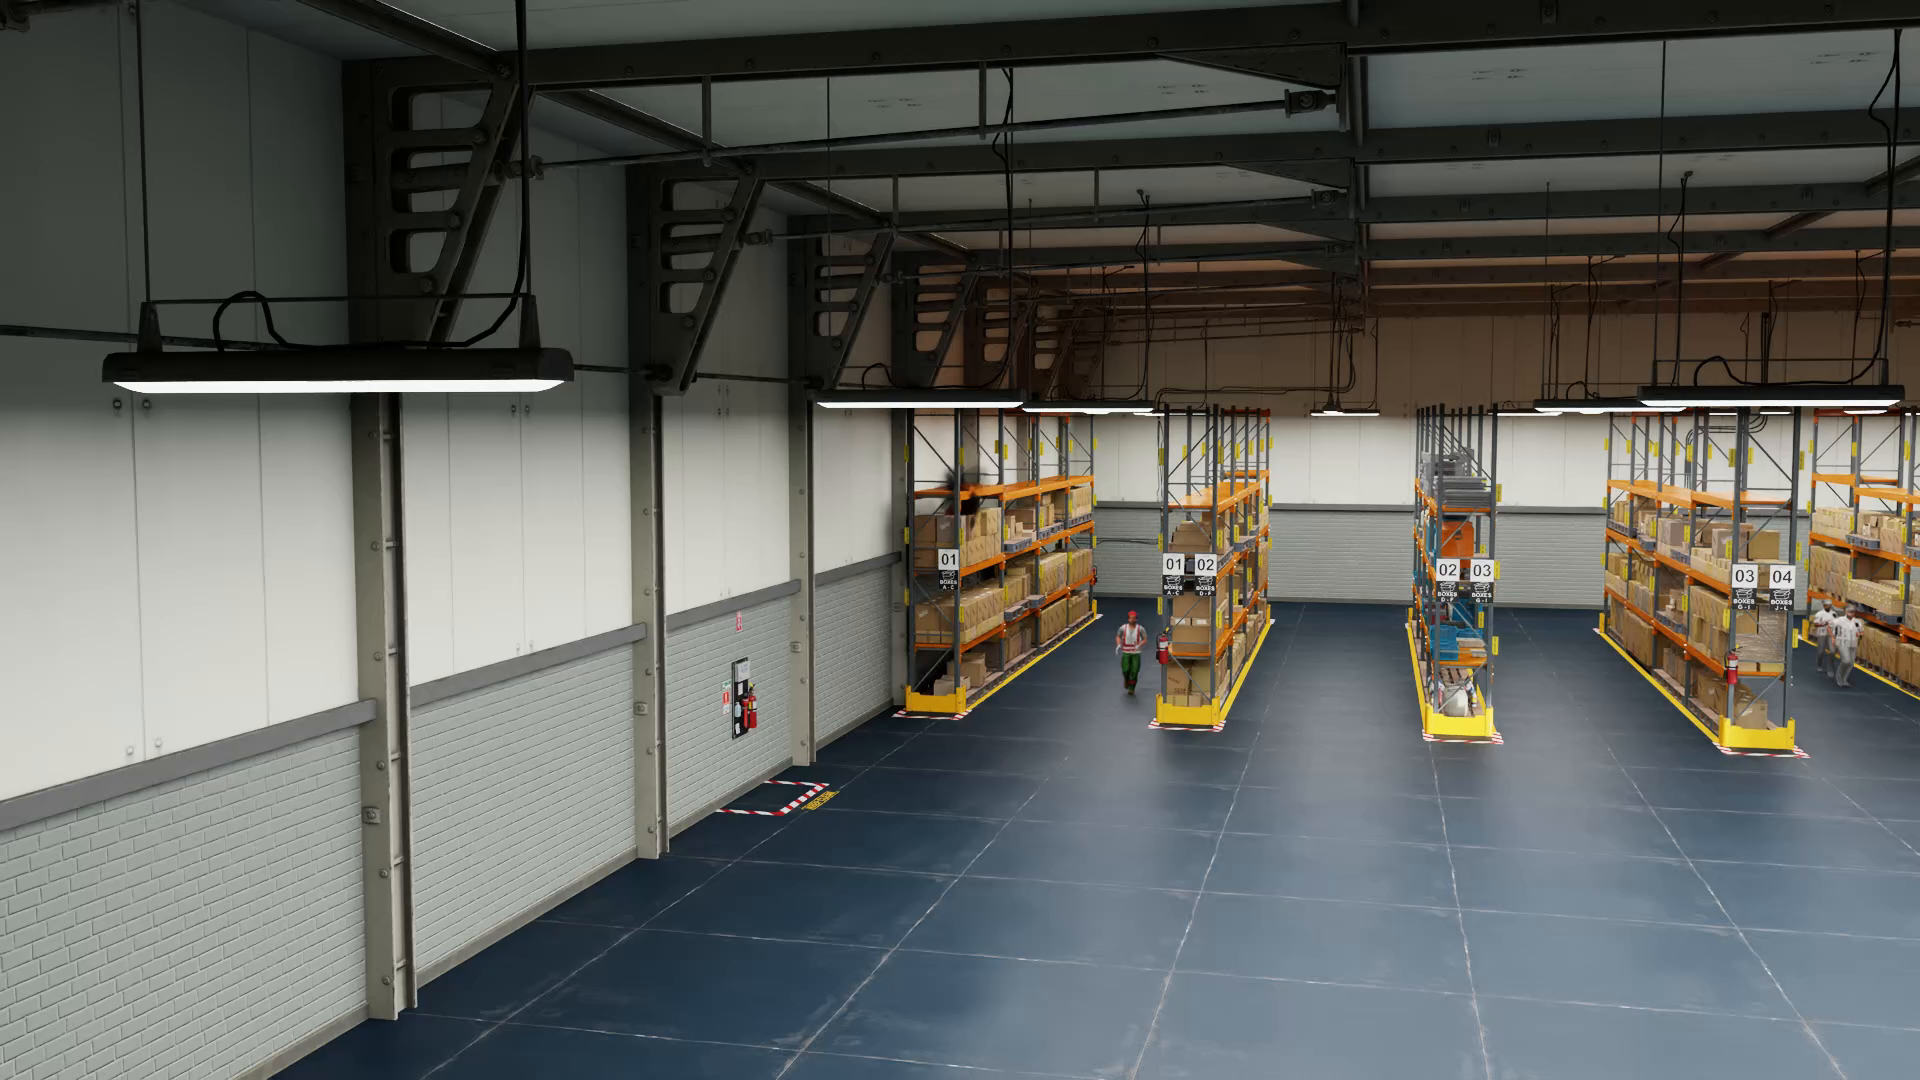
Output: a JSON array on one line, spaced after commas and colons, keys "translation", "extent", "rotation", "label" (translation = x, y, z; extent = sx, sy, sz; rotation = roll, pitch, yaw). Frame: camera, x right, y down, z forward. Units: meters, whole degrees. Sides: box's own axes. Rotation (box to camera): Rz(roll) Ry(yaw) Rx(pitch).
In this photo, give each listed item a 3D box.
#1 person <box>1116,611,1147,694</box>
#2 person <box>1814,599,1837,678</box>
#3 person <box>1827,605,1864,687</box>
[{"translation": [3.548, 2.346, 34.405], "extent": [0.651, 1.743, 0.585], "rotation": [1, 4, 8], "label": "person"}, {"translation": [19.322, 2.175, 37.087], "extent": [0.560, 1.754, 0.728], "rotation": [1, 4, 14], "label": "person"}, {"translation": [18.957, 2.258, 35.494], "extent": [0.652, 1.773, 0.653], "rotation": [0, 4, 1], "label": "person"}]
